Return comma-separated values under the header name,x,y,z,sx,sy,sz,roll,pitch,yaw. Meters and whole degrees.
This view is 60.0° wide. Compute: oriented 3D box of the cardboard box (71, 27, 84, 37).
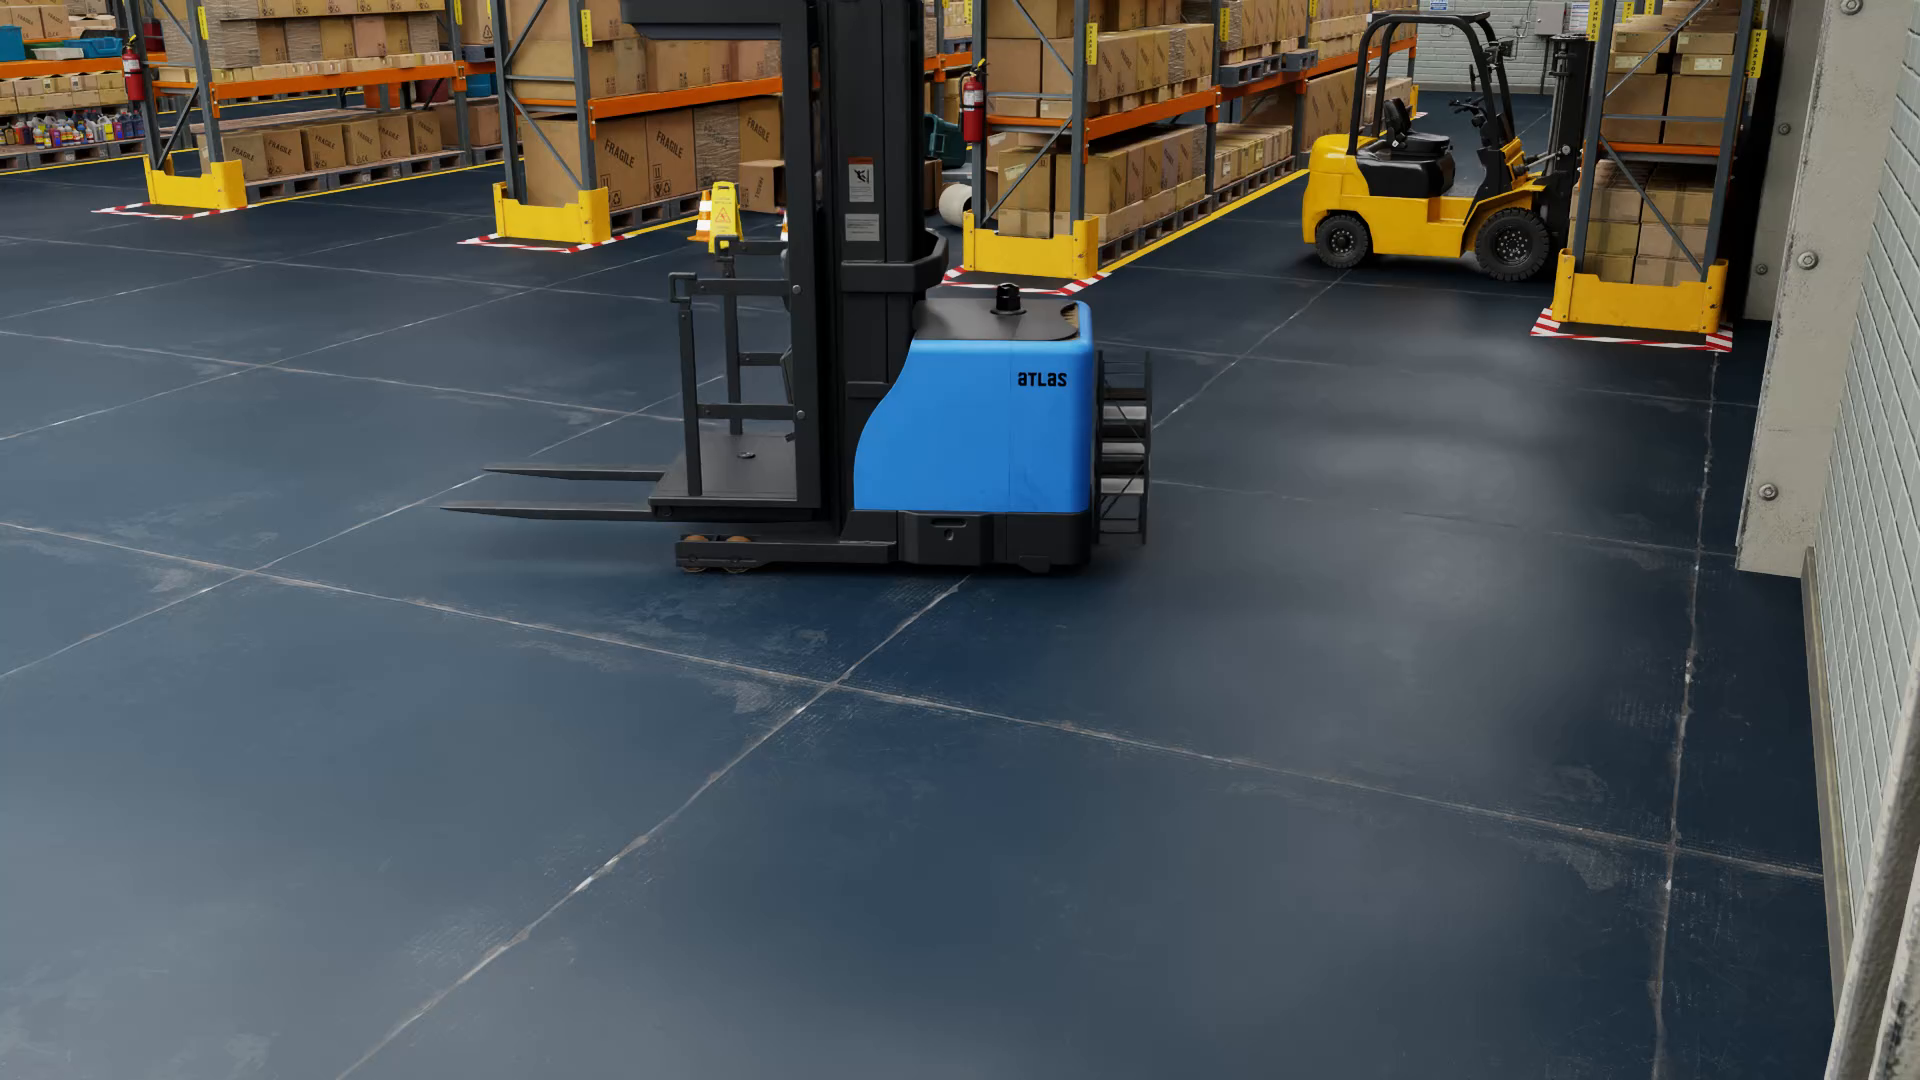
name,x,y,z,sx,sy,sz,roll,pitch,yaw
cardboard box,-14.691,-8.394,27.471,0.380,0.149,0.250,10,22,27

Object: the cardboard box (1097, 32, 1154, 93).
name,x,y,z,sx,sy,sz,roll,pitch,yaw
cardboard box,1.445,-4.353,15.140,0.500,0.500,0.500,8,21,22

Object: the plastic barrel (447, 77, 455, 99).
name,x,y,z,sx,sy,sz,roll,pitch,yaw
plastic barrel,-8.905,-7.937,28.896,0.421,0.512,0.421,0,20,0

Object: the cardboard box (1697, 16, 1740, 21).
name,x,y,z,sx,sy,sz,roll,pitch,yaw
cardboard box,6.754,-4.570,14.782,0.380,0.149,0.250,8,21,21

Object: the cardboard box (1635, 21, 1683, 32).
name,x,y,z,sx,sy,sz,roll,pitch,yaw
cardboard box,5.807,-4.240,13.854,0.380,0.149,0.250,9,21,23

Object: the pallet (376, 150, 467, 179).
name,x,y,z,sx,sy,sz,roll,pitch,yaw
pallet,-7.064,-4.803,21.159,1.003,0.211,1.213,9,21,23

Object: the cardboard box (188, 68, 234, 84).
name,x,y,z,sx,sy,sz,roll,pitch,yaw
cardboard box,-8.125,-5.040,18.040,0.380,0.149,0.250,9,21,23

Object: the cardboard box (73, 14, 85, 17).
name,x,y,z,sx,sy,sz,roll,pitch,yaw
cardboard box,-17.427,-10.253,32.666,0.380,0.149,0.250,9,21,23

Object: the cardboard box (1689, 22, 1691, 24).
name,x,y,z,sx,sy,sz,roll,pitch,yaw
cardboard box,7.451,-5.317,17.326,0.380,0.149,0.250,9,21,23

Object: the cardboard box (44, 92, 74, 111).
name,x,y,z,sx,sy,sz,roll,pitch,yaw
cardboard box,-14.837,-7.149,27.072,0.500,0.250,0.500,9,21,24

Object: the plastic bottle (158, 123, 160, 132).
name,x,y,z,sx,sy,sz,roll,pitch,yaw
plastic bottle,-11.204,-5.742,23.157,0.097,0.201,0.097,0,20,0

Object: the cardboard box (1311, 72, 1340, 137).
name,x,y,z,sx,sy,sz,roll,pitch,yaw
cardboard box,4.585,-5.859,22.510,0.875,0.875,0.875,9,21,23

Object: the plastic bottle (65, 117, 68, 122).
name,x,y,z,sx,sy,sz,roll,pitch,yaw
plastic bottle,-12.232,-5.642,22.754,0.061,0.283,0.133,10,22,25

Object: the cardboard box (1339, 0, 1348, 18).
name,x,y,z,sx,sy,sz,roll,pitch,yaw
cardboard box,4.912,-7.288,22.344,0.500,0.500,0.500,9,21,24

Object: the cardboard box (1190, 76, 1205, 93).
name,x,y,z,sx,sy,sz,roll,pitch,yaw
cardboard box,2.270,-4.632,16.891,0.380,0.149,0.250,9,22,24

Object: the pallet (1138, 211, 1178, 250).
name,x,y,z,sx,sy,sz,roll,pitch,yaw
pallet,1.478,-3.069,16.283,1.003,0.211,1.213,9,21,23

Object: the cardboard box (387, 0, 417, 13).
name,x,y,z,sx,sy,sz,roll,pitch,yaw
cardboard box,-6.958,-6.657,20.126,0.500,0.500,0.500,9,21,23

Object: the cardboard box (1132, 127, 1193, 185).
name,x,y,z,sx,sy,sz,roll,pitch,yaw
cardboard box,2.015,-3.850,16.674,0.500,0.500,0.500,9,21,24

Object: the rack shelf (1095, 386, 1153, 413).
name,x,y,z,sx,sy,sz,roll,pitch,yaw
rack shelf,0.764,-0.654,7.758,0.258,0.077,0.200,1,20,2

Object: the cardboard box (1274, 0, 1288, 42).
name,x,y,z,sx,sy,sz,roll,pitch,yaw
cardboard box,3.518,-6.084,19.380,0.500,0.500,0.500,7,21,19

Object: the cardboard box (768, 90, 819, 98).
name,x,y,z,sx,sy,sz,roll,pitch,yaw
cardboard box,-1.767,-5.250,20.985,1.050,0.750,0.750,9,21,23

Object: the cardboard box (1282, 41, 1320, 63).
name,x,y,z,sx,sy,sz,roll,pitch,yaw
cardboard box,4.287,-6.234,21.246,0.500,0.250,0.500,8,21,22

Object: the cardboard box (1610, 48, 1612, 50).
name,x,y,z,sx,sy,sz,roll,pitch,yaw
cardboard box,5.075,-3.644,12.621,0.380,0.149,0.250,9,21,24

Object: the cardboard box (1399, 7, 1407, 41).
name,x,y,z,sx,sy,sz,roll,pitch,yaw
cardboard box,6.756,-8.189,26.369,0.500,0.500,0.500,9,22,24

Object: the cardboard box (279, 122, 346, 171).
name,x,y,z,sx,sy,sz,roll,pitch,yaw
cardboard box,-7.701,-4.689,19.781,0.500,0.500,0.500,11,22,28

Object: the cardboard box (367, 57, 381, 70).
name,x,y,z,sx,sy,sz,roll,pitch,yaw
cardboard box,-7.199,-5.727,19.971,0.380,0.149,0.250,9,21,23

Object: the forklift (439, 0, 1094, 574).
name,x,y,z,sx,sy,sz,roll,pitch,yaw
forklift,-0.895,-1.404,7.544,3.031,2.935,1.130,1,20,3

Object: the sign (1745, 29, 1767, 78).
name,x,y,z,sx,sy,sz,roll,pitch,yaw
sign,5.615,-3.432,11.732,0.100,0.325,0.005,9,21,23

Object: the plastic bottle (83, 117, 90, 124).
name,x,y,z,sx,sy,sz,roll,pitch,yaw
plastic bottle,-11.999,-5.678,22.872,0.097,0.271,0.097,0,20,0

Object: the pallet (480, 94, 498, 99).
name,x,y,z,sx,sy,sz,roll,pitch,yaw
pallet,-8.418,-7.908,29.891,1.003,0.211,1.213,9,21,23

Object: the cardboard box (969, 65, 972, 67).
name,x,y,z,sx,sy,sz,roll,pitch,yaw
cardboard box,0.394,-7.245,25.849,0.500,0.250,0.500,8,21,20

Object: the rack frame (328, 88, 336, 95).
name,x,y,z,sx,sy,sz,roll,pitch,yaw
rack frame,-12.582,-10.133,31.985,1.000,3.000,0.127,9,21,23

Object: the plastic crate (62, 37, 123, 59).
name,x,y,z,sx,sy,sz,roll,pitch,yaw
plastic crate,-11.546,-6.561,22.163,0.499,0.251,0.616,9,21,23

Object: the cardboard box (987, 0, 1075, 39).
name,x,y,z,sx,sy,sz,roll,pitch,yaw
cardboard box,0.591,-4.589,14.310,0.700,0.500,0.500,8,21,21

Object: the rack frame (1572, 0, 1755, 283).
name,x,y,z,sx,sy,sz,roll,pitch,yaw
rack frame,5.111,-3.065,12.109,1.000,3.000,0.127,9,21,23

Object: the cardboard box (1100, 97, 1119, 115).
name,x,y,z,sx,sy,sz,roll,pitch,yaw
cardboard box,1.182,-3.851,14.695,0.380,0.149,0.250,8,21,21

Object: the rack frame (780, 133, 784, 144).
name,x,y,z,sx,sy,sz,roll,pitch,yaw
rack frame,-2.338,-5.616,19.282,1.000,3.000,0.127,9,21,23

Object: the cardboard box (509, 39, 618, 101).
name,x,y,z,sx,sy,sz,roll,pitch,yaw
cardboard box,-3.865,-4.583,16.155,0.875,0.550,0.550,9,21,23

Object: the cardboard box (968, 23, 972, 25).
name,x,y,z,sx,sy,sz,roll,pitch,yaw
cardboard box,0.000,-7.421,23.662,0.380,0.149,0.250,9,21,23

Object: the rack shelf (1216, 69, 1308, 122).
name,x,y,z,sx,sy,sz,roll,pitch,yaw
rack shelf,3.038,-5.240,19.299,1.077,0.370,4.000,9,21,23

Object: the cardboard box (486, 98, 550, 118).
name,x,y,z,sx,sy,sz,roll,pitch,yaw
cardboard box,-6.109,-5.856,23.031,0.700,0.500,0.500,7,21,18

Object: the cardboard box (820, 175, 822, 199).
name,x,y,z,sx,sy,sz,roll,pitch,yaw
cardboard box,-1.009,-3.453,16.926,0.797,0.503,0.637,-5,20,-15

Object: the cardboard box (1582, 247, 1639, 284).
name,x,y,z,sx,sy,sz,roll,pitch,yaw
cardboard box,5.016,-2.154,13.025,0.500,0.250,0.500,9,21,23

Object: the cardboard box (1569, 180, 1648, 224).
name,x,y,z,sx,sy,sz,roll,pitch,yaw
cardboard box,5.015,-2.622,12.848,0.500,0.250,0.500,9,22,25

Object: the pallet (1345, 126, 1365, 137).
name,x,y,z,sx,sy,sz,roll,pitch,yaw
pallet,5.248,-5.853,24.111,1.003,0.211,1.213,9,21,23

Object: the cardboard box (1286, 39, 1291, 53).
name,x,y,z,sx,sy,sz,roll,pitch,yaw
cardboard box,3.721,-5.886,19.791,0.380,0.149,0.250,7,21,20

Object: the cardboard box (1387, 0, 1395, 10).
name,x,y,z,sx,sy,sz,roll,pitch,yaw
cardboard box,6.344,-8.352,25.335,0.500,0.500,0.500,9,21,24

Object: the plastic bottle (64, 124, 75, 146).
name,x,y,z,sx,sy,sz,roll,pitch,yaw
plastic bottle,-11.770,-5.352,21.958,0.097,0.271,0.097,0,20,0

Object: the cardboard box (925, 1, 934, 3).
name,x,y,z,sx,sy,sz,roll,pitch,yaw
cardboard box,-0.599,-7.650,23.862,0.380,0.149,0.250,9,22,24

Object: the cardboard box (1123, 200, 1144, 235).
name,x,y,z,sx,sy,sz,roll,pitch,yaw
cardboard box,1.380,-3.010,15.434,0.500,0.250,0.500,9,22,25

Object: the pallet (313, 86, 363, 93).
name,x,y,z,sx,sy,sz,roll,pitch,yaw
pallet,-12.300,-9.029,33.042,1.003,0.211,1.213,9,21,23

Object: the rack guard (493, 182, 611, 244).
name,x,y,z,sx,sy,sz,roll,pitch,yaw
rack guard,-3.986,-3.208,16.242,1.175,0.500,0.348,9,21,23

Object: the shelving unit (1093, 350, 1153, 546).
name,x,y,z,sx,sy,sz,roll,pitch,yaw
shelving unit,0.764,-0.431,7.837,0.258,0.900,0.210,1,20,2

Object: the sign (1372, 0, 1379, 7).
name,x,y,z,sx,sy,sz,roll,pitch,yaw
sign,5.994,-7.850,23.954,0.100,0.325,0.005,9,21,23
